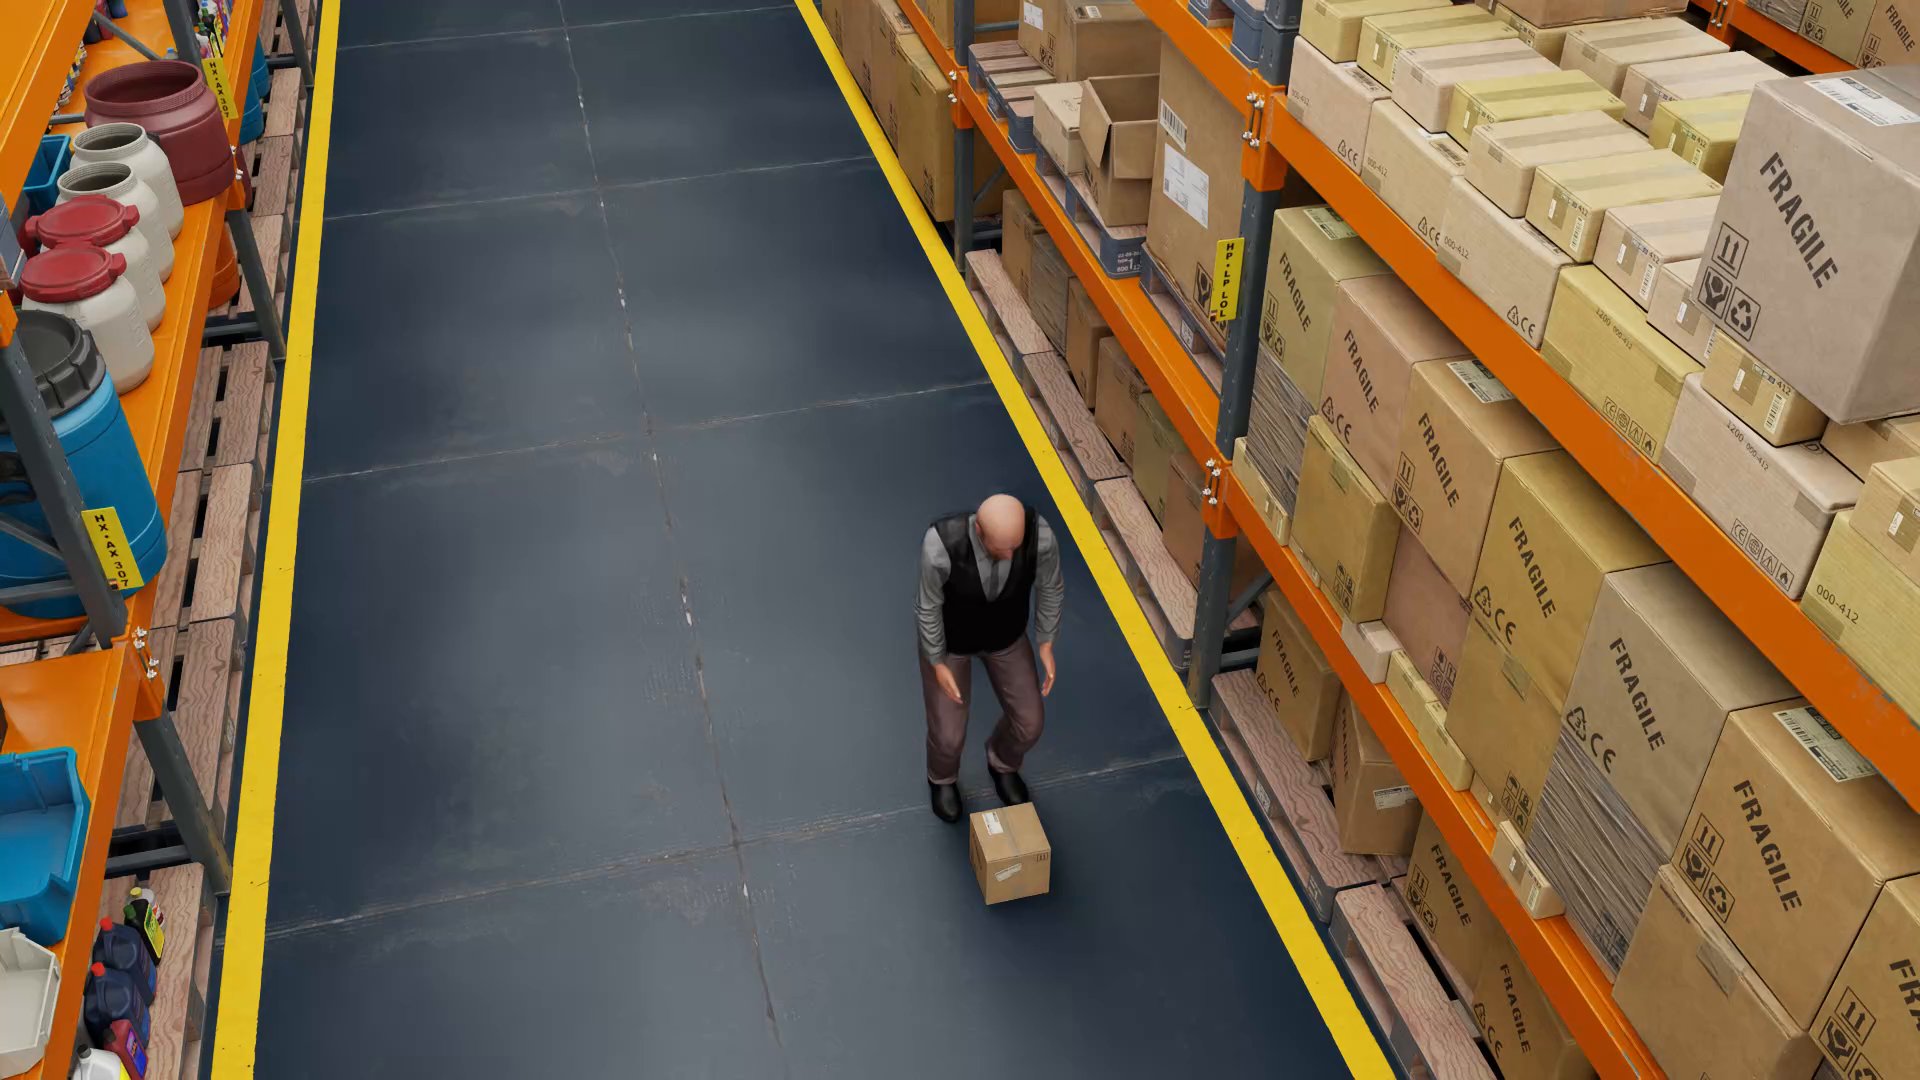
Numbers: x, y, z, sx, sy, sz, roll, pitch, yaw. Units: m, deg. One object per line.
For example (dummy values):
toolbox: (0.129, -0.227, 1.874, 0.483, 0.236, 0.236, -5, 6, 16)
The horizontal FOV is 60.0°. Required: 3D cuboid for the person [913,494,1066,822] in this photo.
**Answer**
person: (0.100, 0.394, 6.340, 0.578, 1.596, 0.532, -9, 39, -11)
